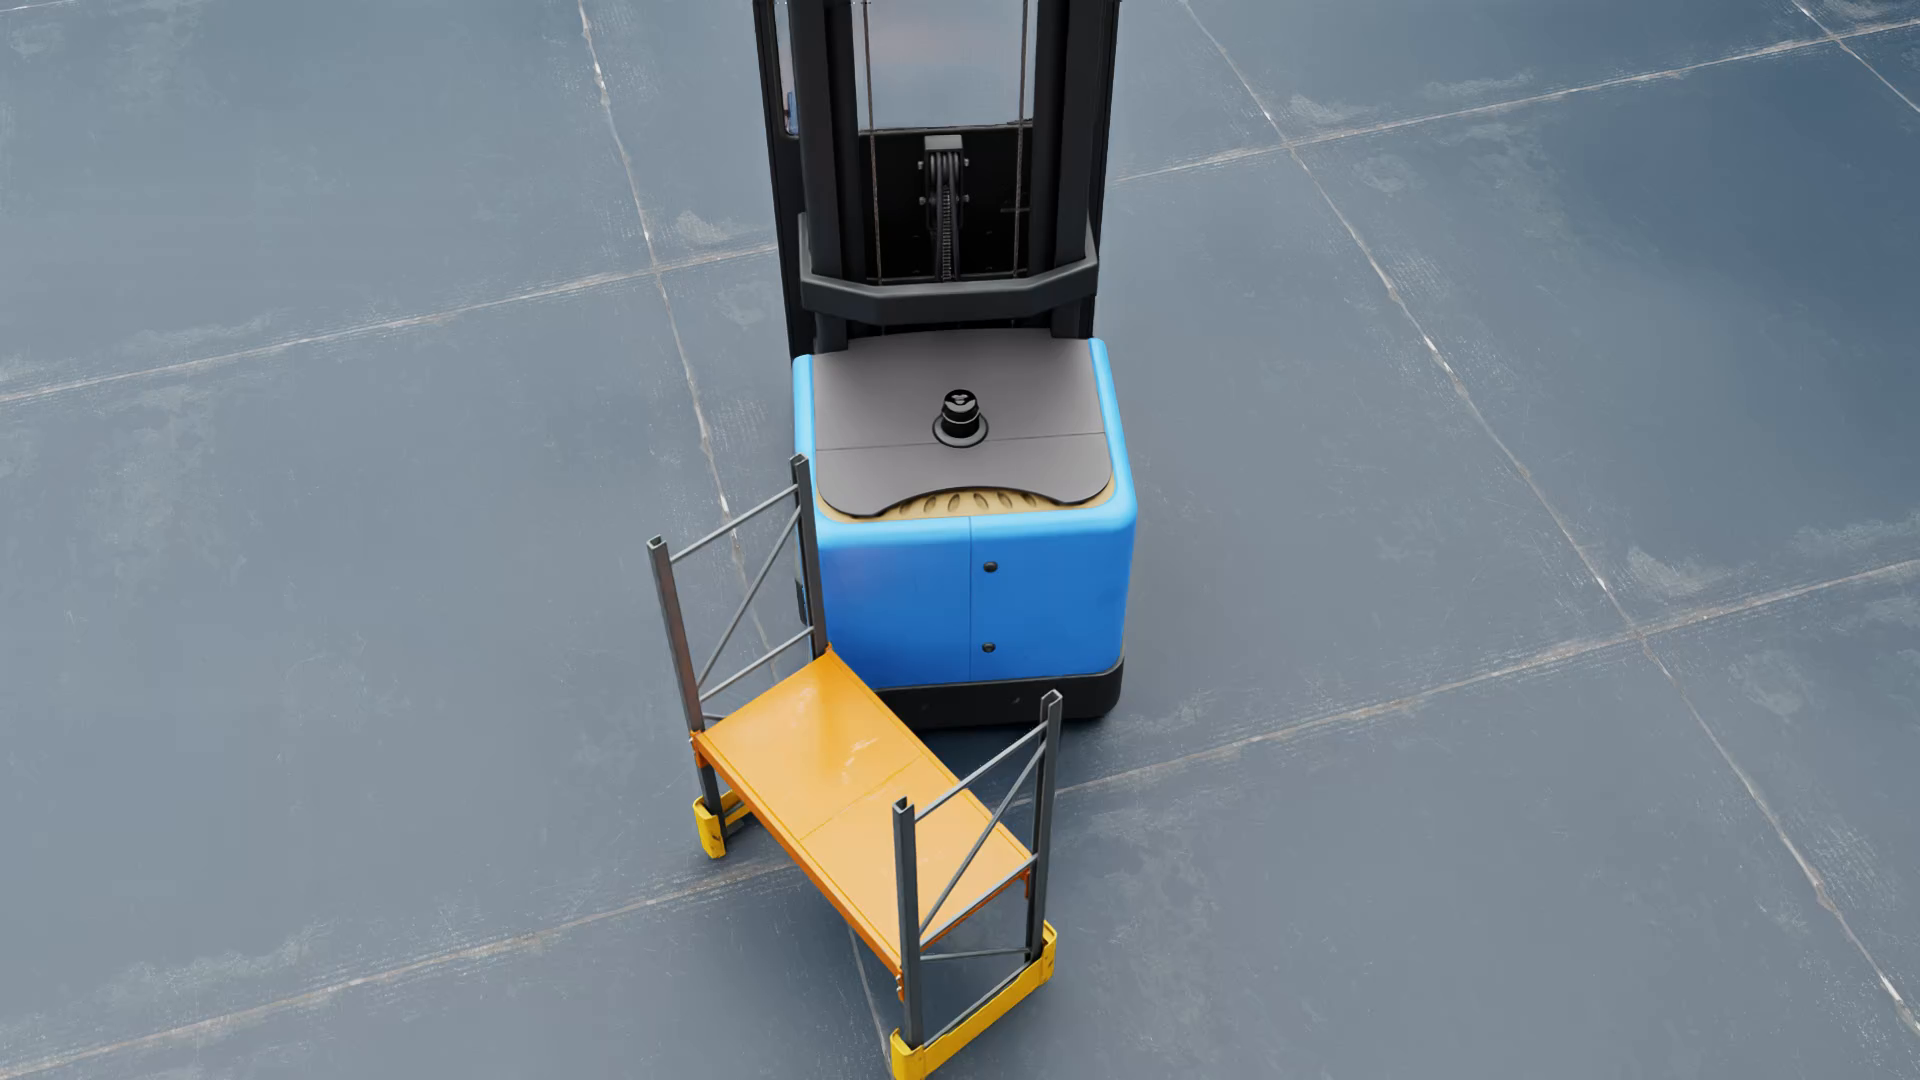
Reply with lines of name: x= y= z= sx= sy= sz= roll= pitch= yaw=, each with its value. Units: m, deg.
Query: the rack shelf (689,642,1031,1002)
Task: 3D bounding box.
rack shelf: x=-0.281 y=0.789 z=4.839 sx=0.538 sy=0.185 sz=1.000 roll=-33 pitch=57 yaw=-24

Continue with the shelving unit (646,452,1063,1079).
shelving unit: x=-0.276 y=0.679 z=4.697 sx=0.587 sy=1.500 sz=1.083 roll=-33 pitch=57 yaw=-24

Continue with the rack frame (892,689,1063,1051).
rack frame: x=0.045 y=0.971 z=4.450 sx=0.500 sy=1.500 sz=0.032 roll=-33 pitch=57 yaw=-24

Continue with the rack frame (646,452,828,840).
rack frame: x=-0.608 y=0.376 z=4.952 sx=0.500 sy=1.500 sz=0.032 roll=-33 pitch=57 yaw=-24

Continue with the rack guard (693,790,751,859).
rack guard: x=-0.595 y=0.790 z=5.421 sx=0.587 sy=0.250 sz=0.087 roll=-33 pitch=57 yaw=-24

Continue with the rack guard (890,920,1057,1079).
rack guard: x=0.044 y=1.374 z=4.929 sx=0.587 sy=0.250 sz=0.087 roll=-33 pitch=57 yaw=-24

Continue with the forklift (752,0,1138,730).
forklift: x=-0.091 y=-1.425 z=5.534 sx=1.130 sy=2.935 sz=3.031 roll=-4 pitch=50 yaw=-3
